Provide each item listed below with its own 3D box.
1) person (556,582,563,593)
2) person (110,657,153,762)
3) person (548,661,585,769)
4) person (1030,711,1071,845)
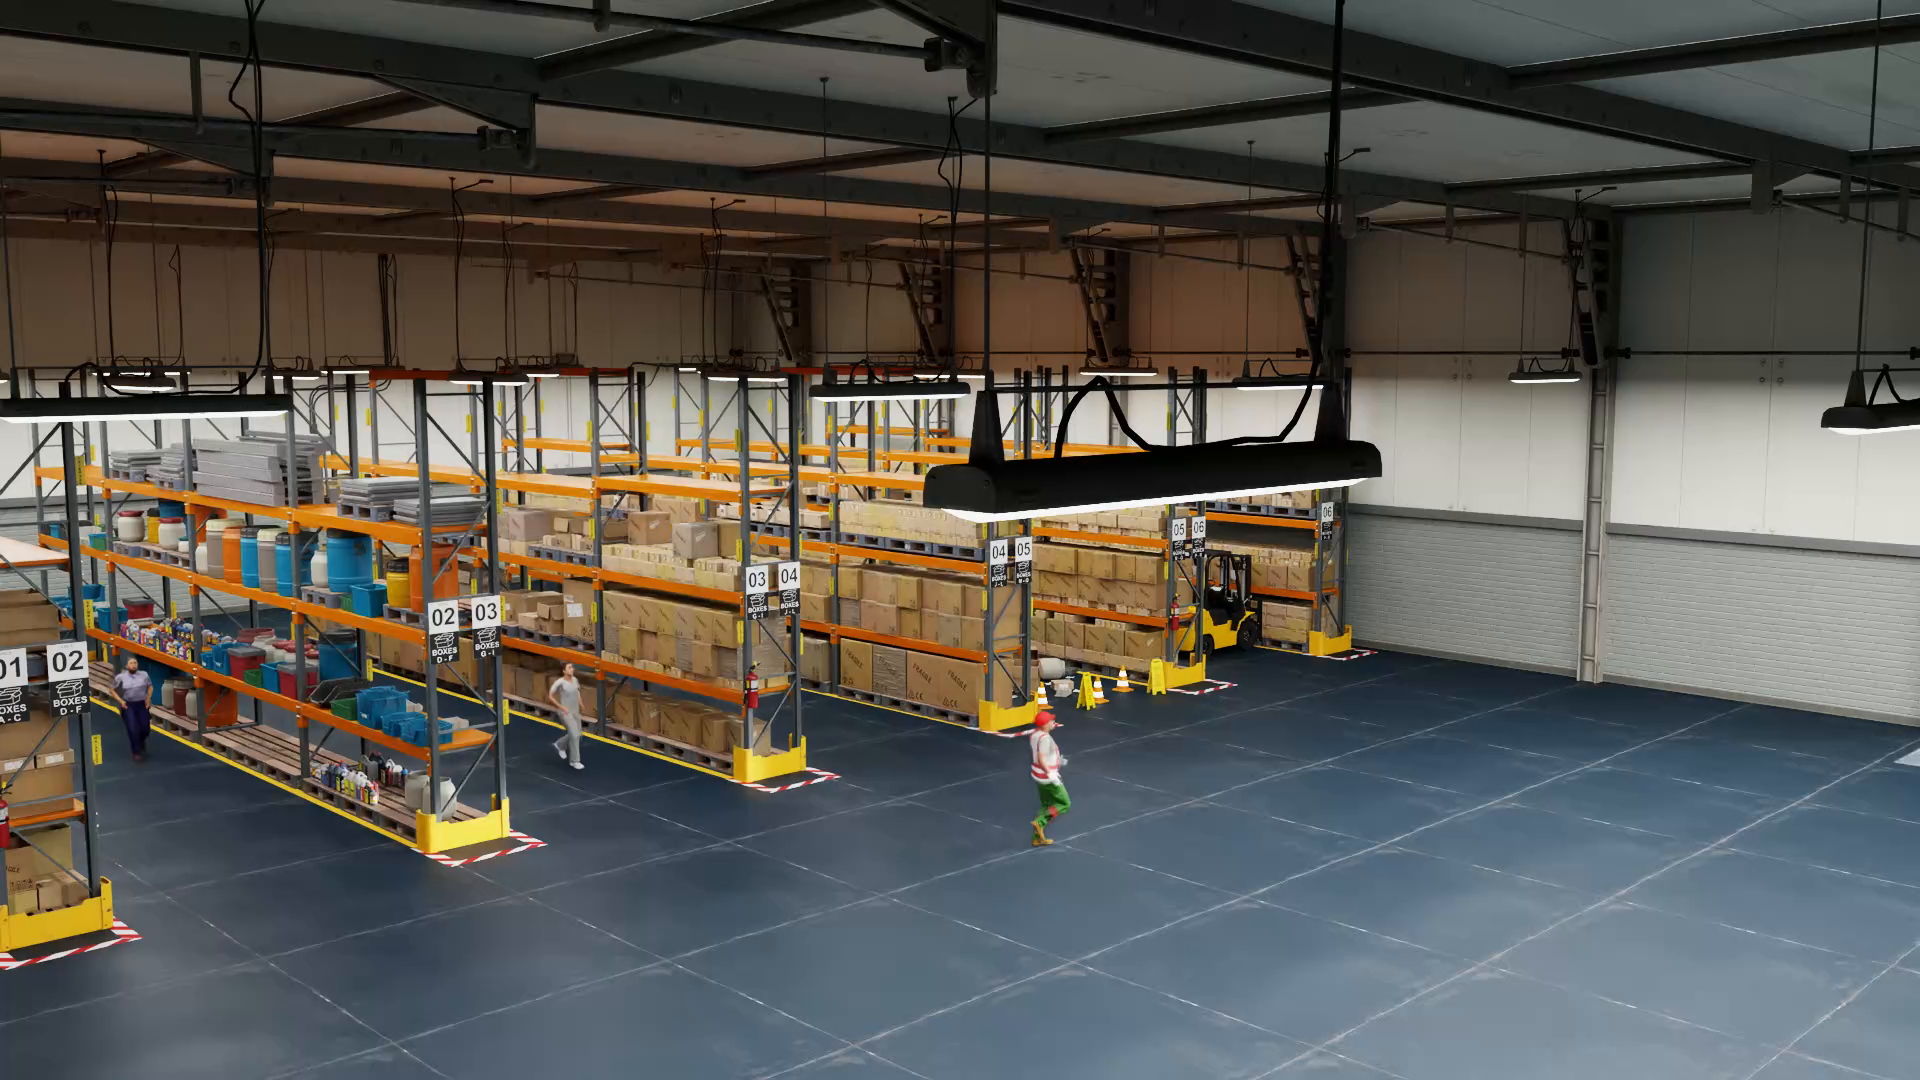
[{"bbox_3d":[-9.689,0.864,40.849,0.893,1.714,0.770,2,7,15],"label":"person"},{"bbox_3d":[-12.899,2.615,25.933,0.614,1.622,0.581,-5,8,-38],"label":"person"},{"bbox_3d":[-6.028,2.652,25.430,0.688,1.651,0.574,4,8,33],"label":"person"},{"bbox_3d":[1.150,3.053,21.366,0.580,1.740,0.651,-2,7,-20],"label":"person"}]
